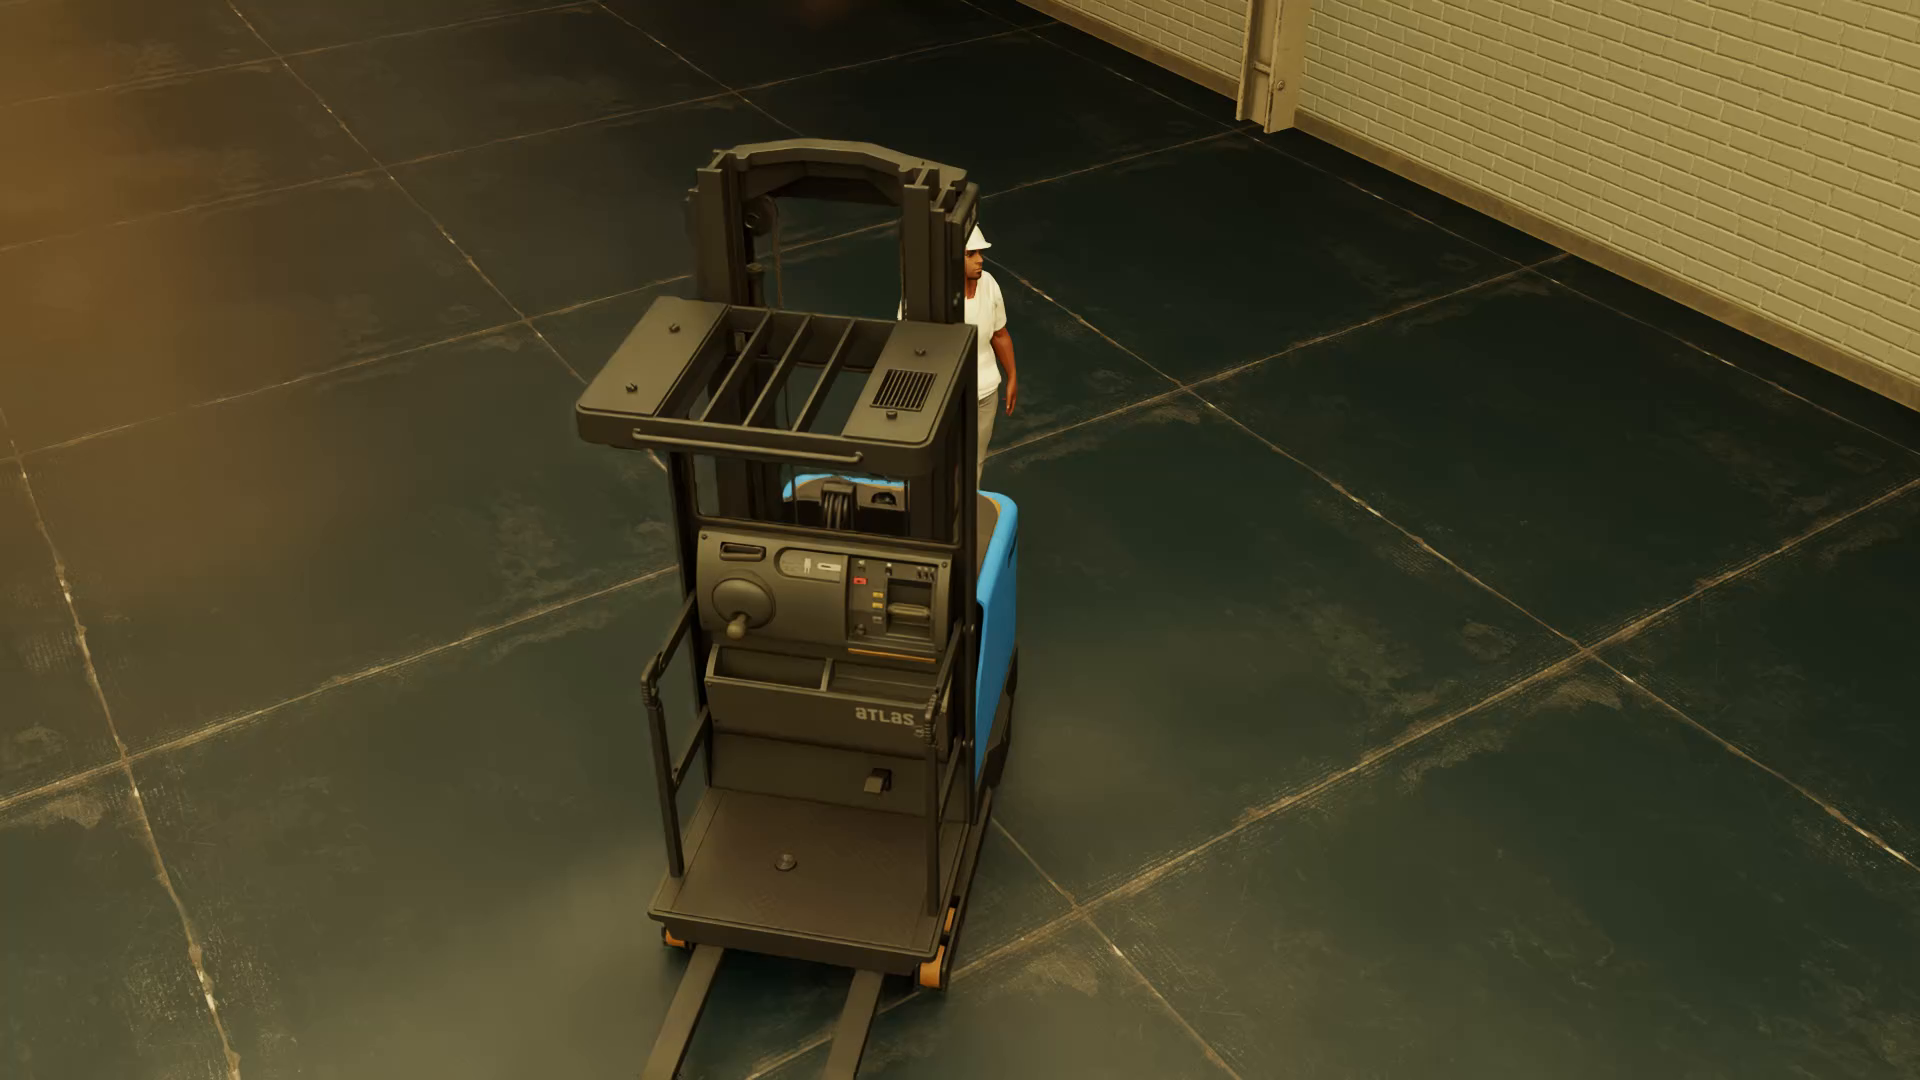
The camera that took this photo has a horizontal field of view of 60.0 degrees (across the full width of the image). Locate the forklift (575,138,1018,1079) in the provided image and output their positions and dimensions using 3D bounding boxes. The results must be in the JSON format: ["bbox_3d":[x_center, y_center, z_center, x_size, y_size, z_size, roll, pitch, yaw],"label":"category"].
[{"bbox_3d":[-0.531,0.258,5.781,1.130,2.935,3.031,7,36,9],"label":"forklift"}]

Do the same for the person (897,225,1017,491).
[{"bbox_3d":[0.033,-0.693,8.135,0.666,1.765,0.577,-21,40,-27],"label":"person"}]
